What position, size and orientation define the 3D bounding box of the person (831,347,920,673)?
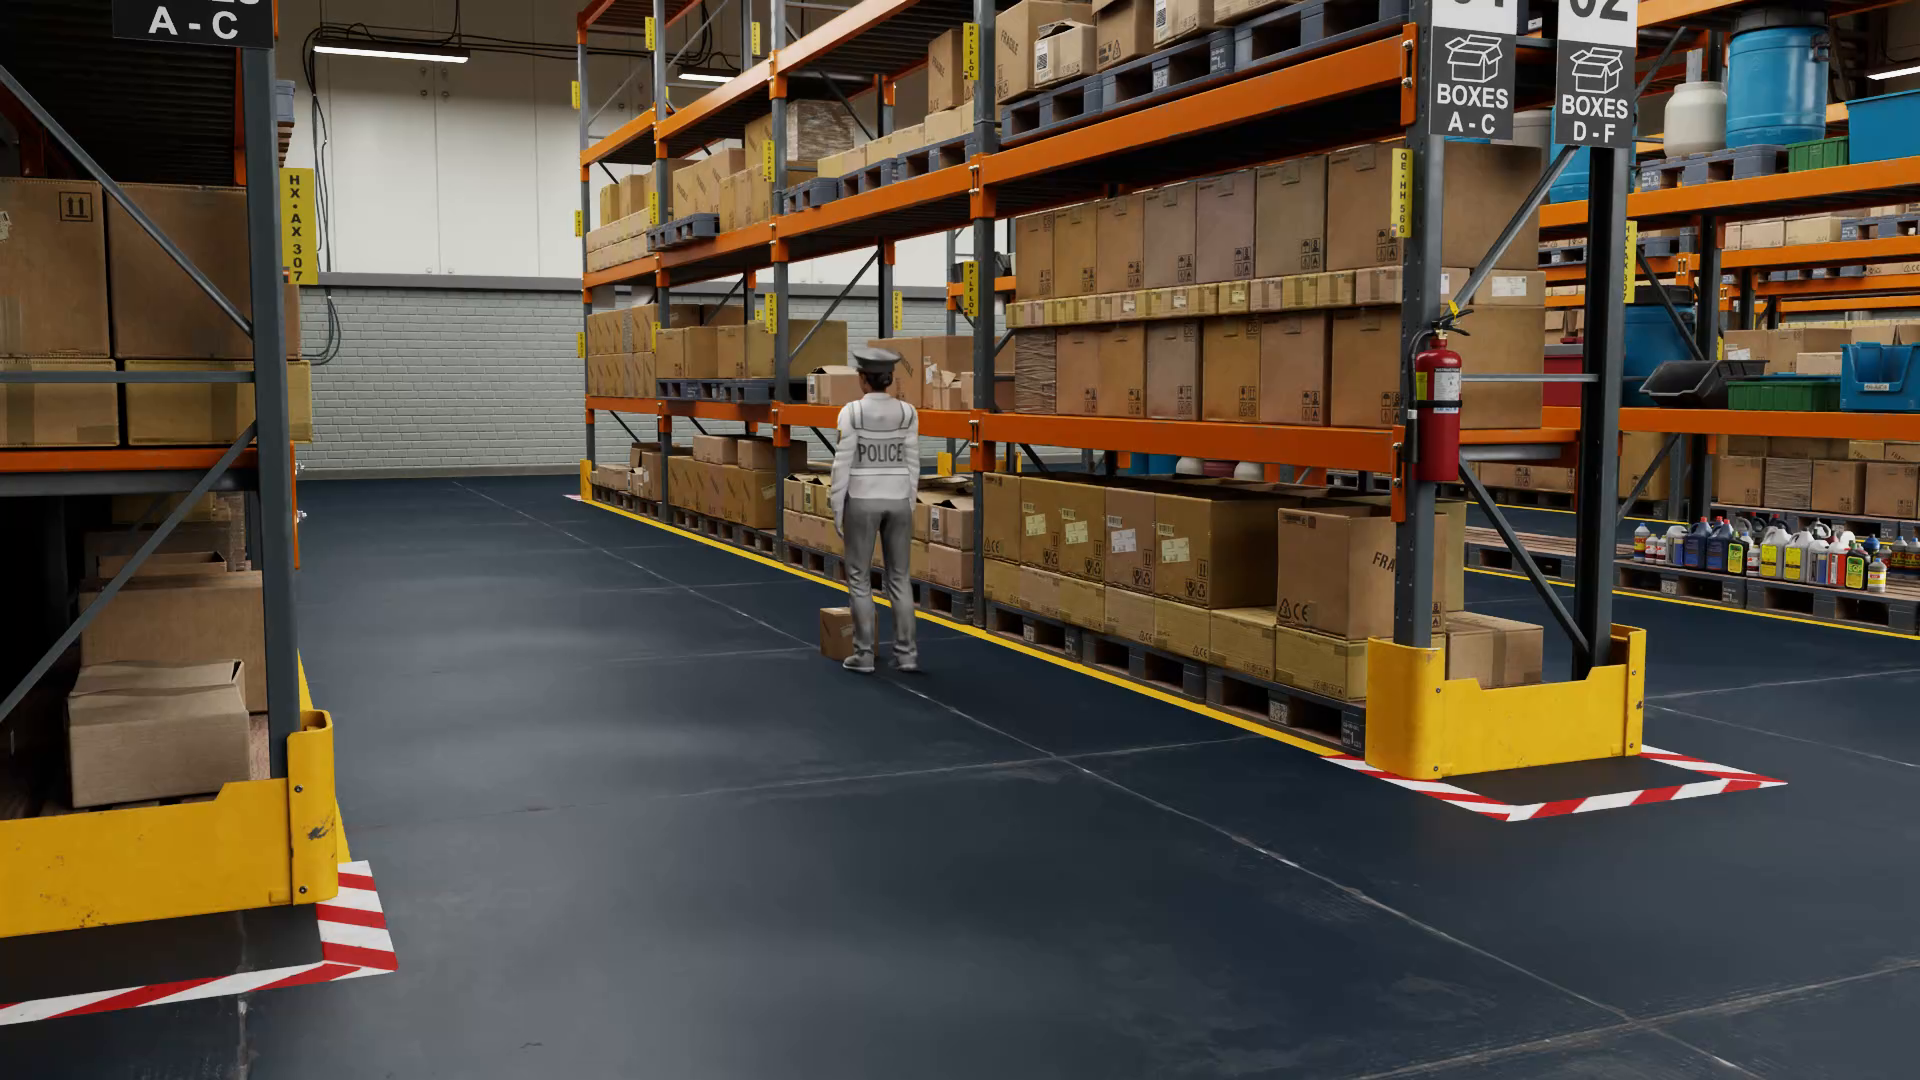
[{"bbox_3d":[-0.443,-0.147,8.581,0.467,1.690,0.334,-2,6,-22],"label":"person"}]
